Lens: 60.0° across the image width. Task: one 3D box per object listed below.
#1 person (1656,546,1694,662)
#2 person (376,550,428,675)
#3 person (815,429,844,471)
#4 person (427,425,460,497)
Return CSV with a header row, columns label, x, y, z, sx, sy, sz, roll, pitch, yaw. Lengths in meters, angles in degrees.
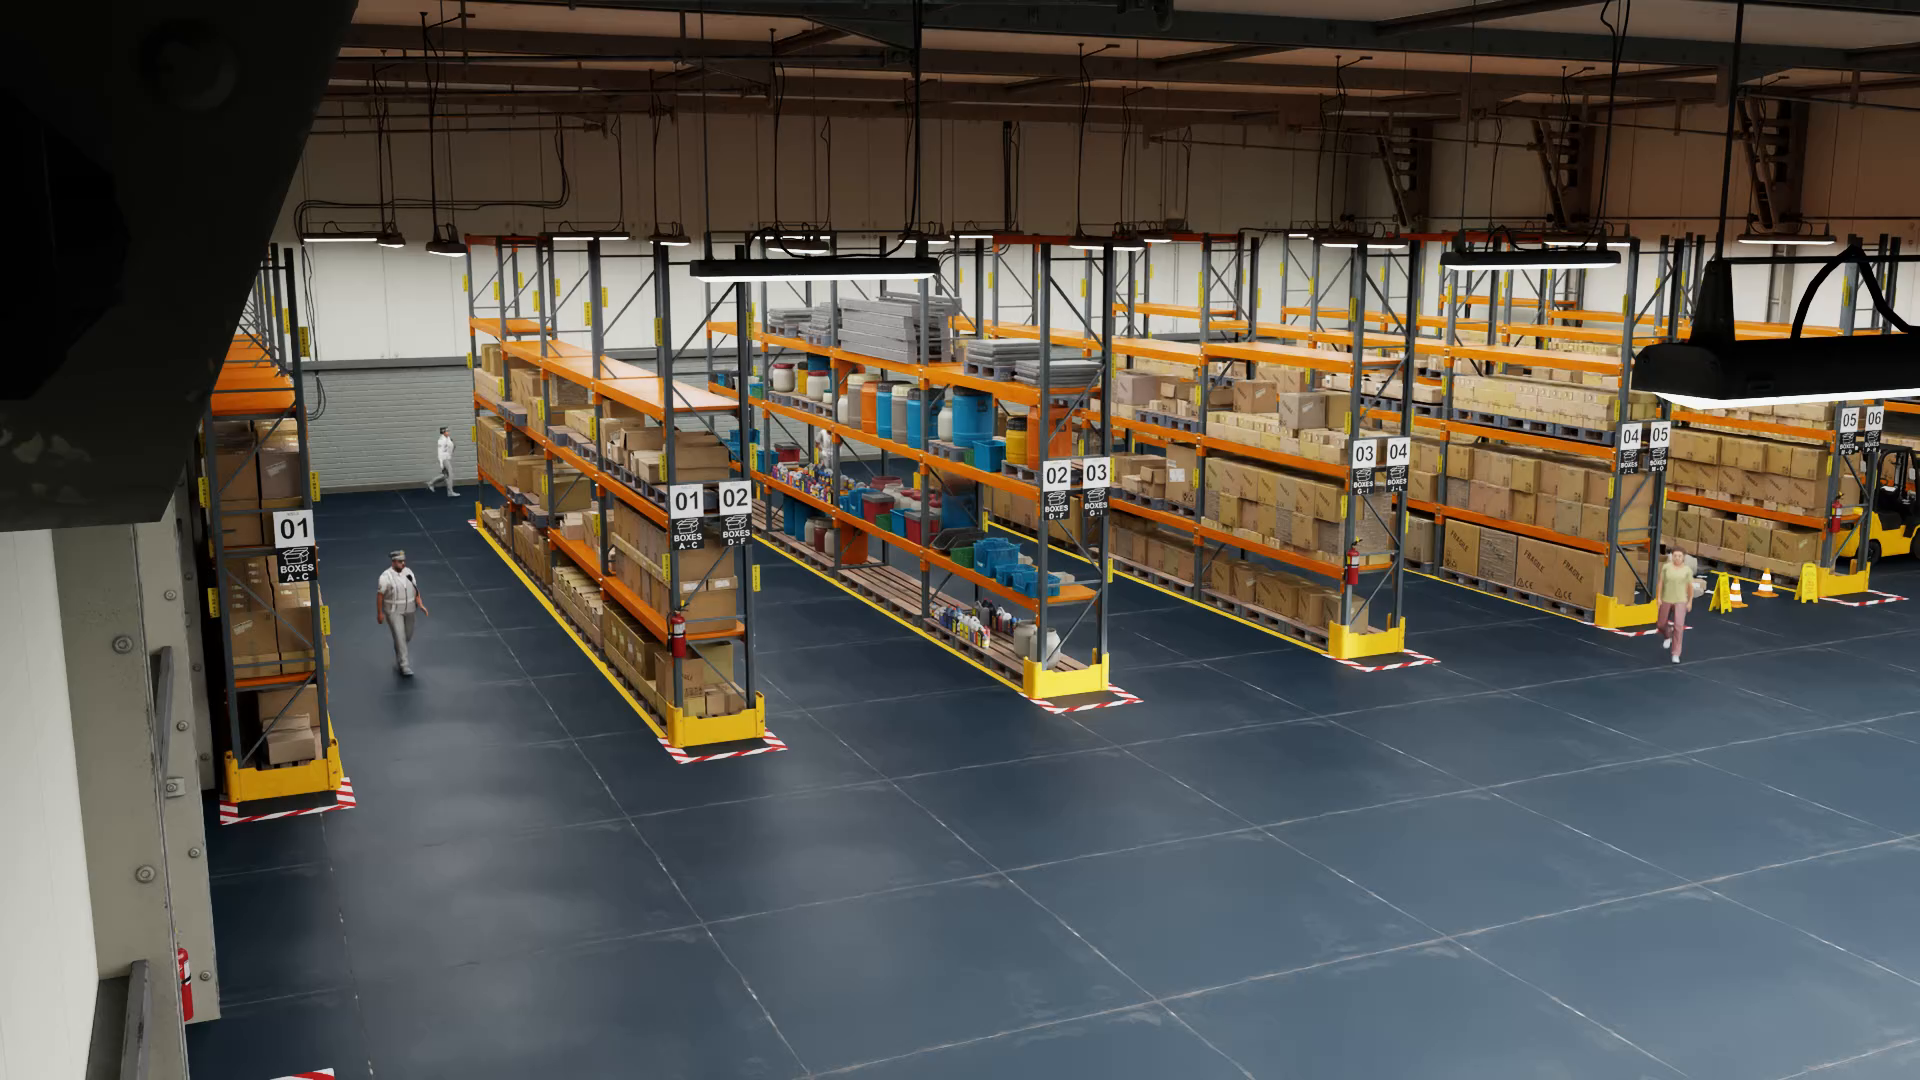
label,x,y,z,sx,sy,sz,roll,pitch,yaw
person,10.383,0.890,24.153,0.481,1.646,0.840,6,12,28
person,-7.896,0.973,23.486,0.643,1.716,1.058,-9,14,-39
person,-3.067,-2.029,39.209,0.714,1.675,0.685,-3,11,-16
person,-11.871,-1.828,38.170,0.730,1.643,0.476,-1,11,-5
